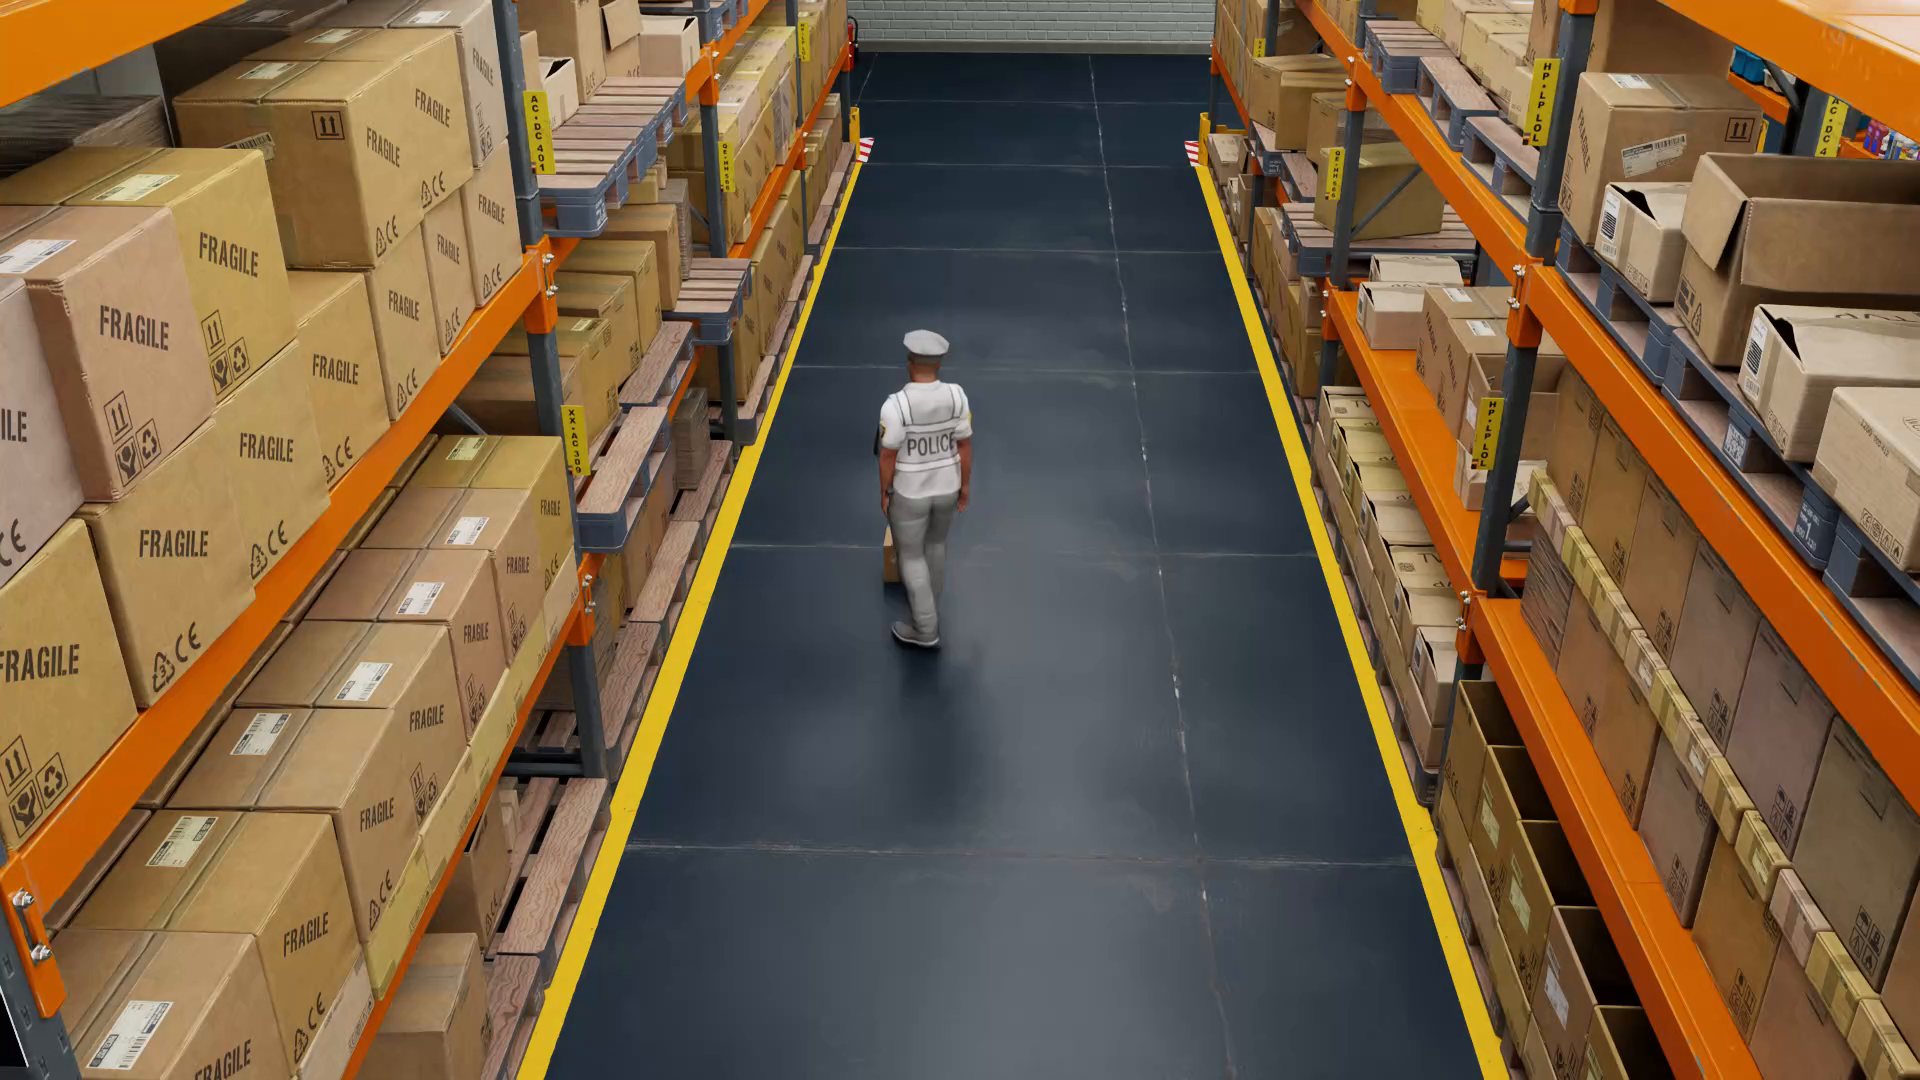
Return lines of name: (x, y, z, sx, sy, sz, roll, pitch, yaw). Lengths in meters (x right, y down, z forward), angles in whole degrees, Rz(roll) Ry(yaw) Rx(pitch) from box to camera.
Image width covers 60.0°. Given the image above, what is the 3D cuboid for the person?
person: (-0.231, -0.315, 9.194, 0.530, 1.747, 0.677, -13, 31, -24)
